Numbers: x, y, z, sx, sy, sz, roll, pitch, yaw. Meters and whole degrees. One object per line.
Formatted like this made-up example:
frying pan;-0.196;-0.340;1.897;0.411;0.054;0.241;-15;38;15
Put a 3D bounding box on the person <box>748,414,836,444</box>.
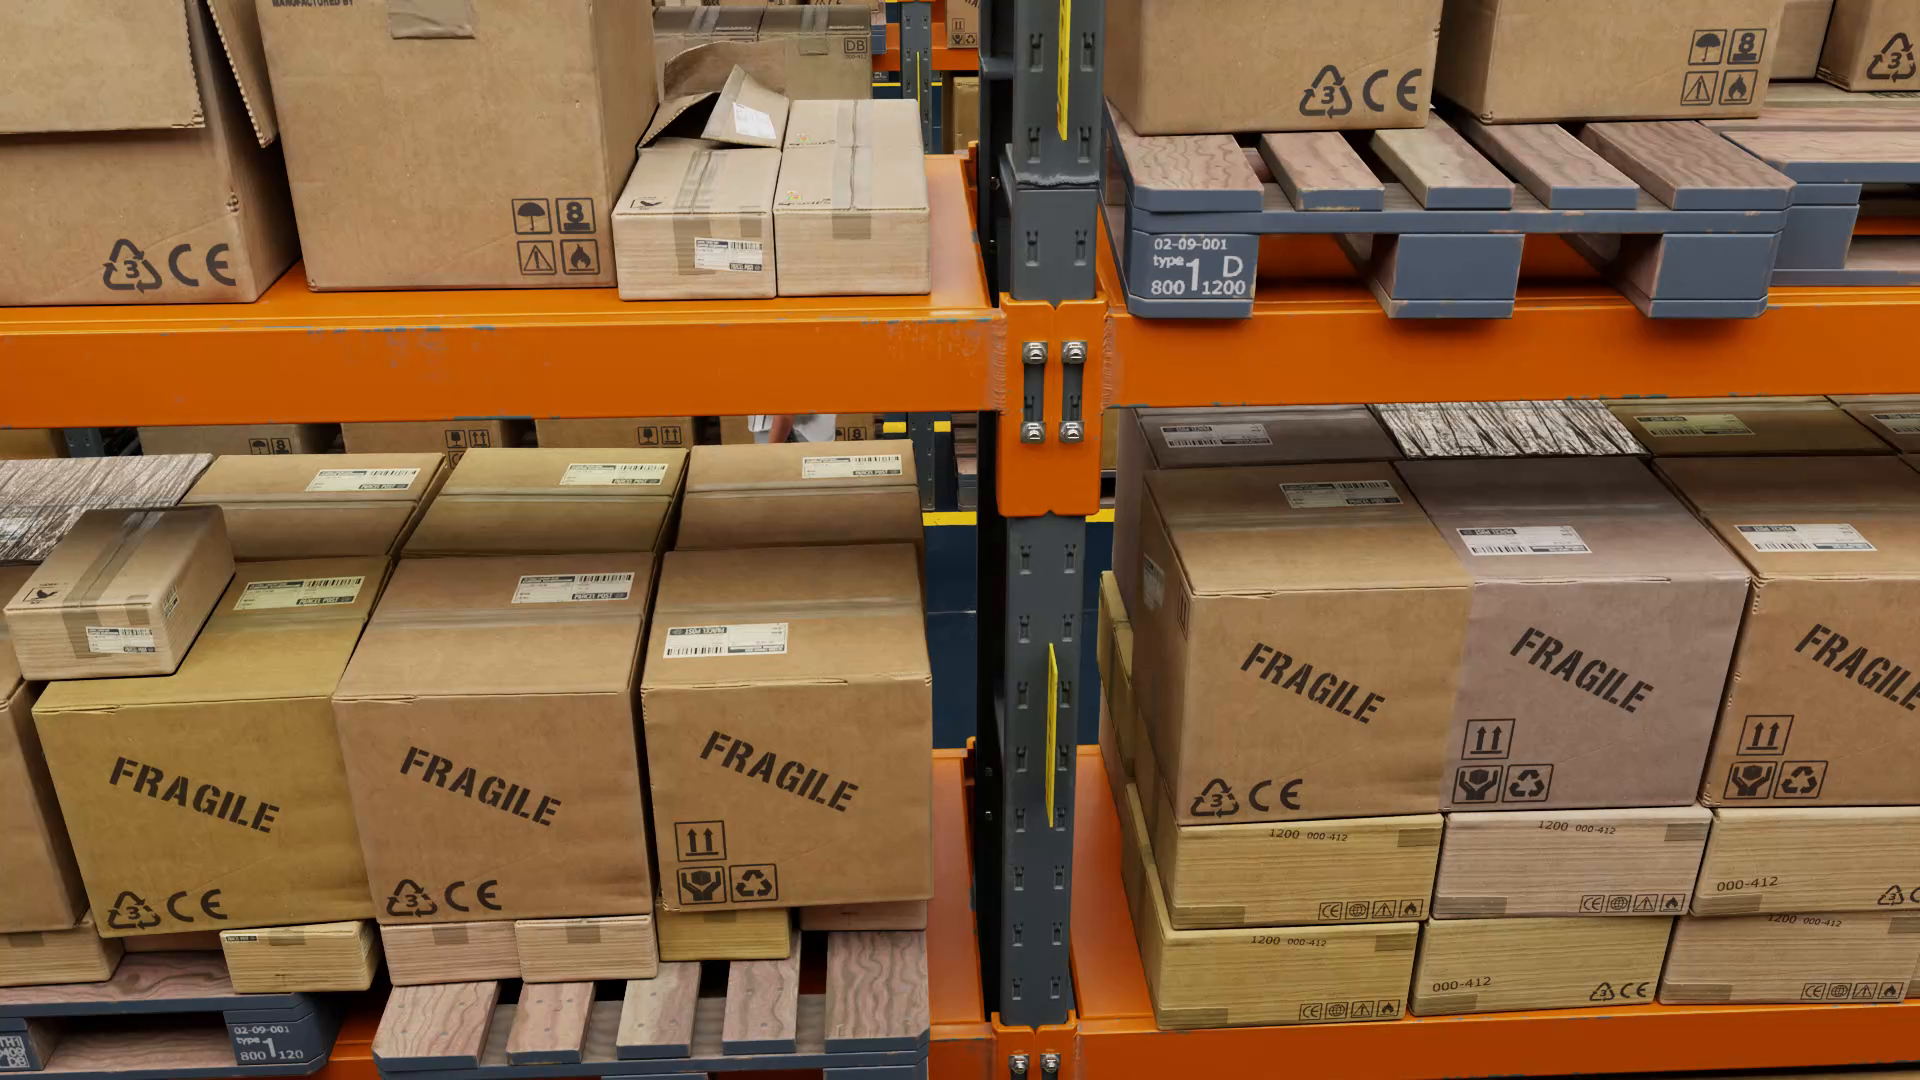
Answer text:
person;-0.733;-0.465;7.007;0.437;1.748;0.587;-1;27;-2
